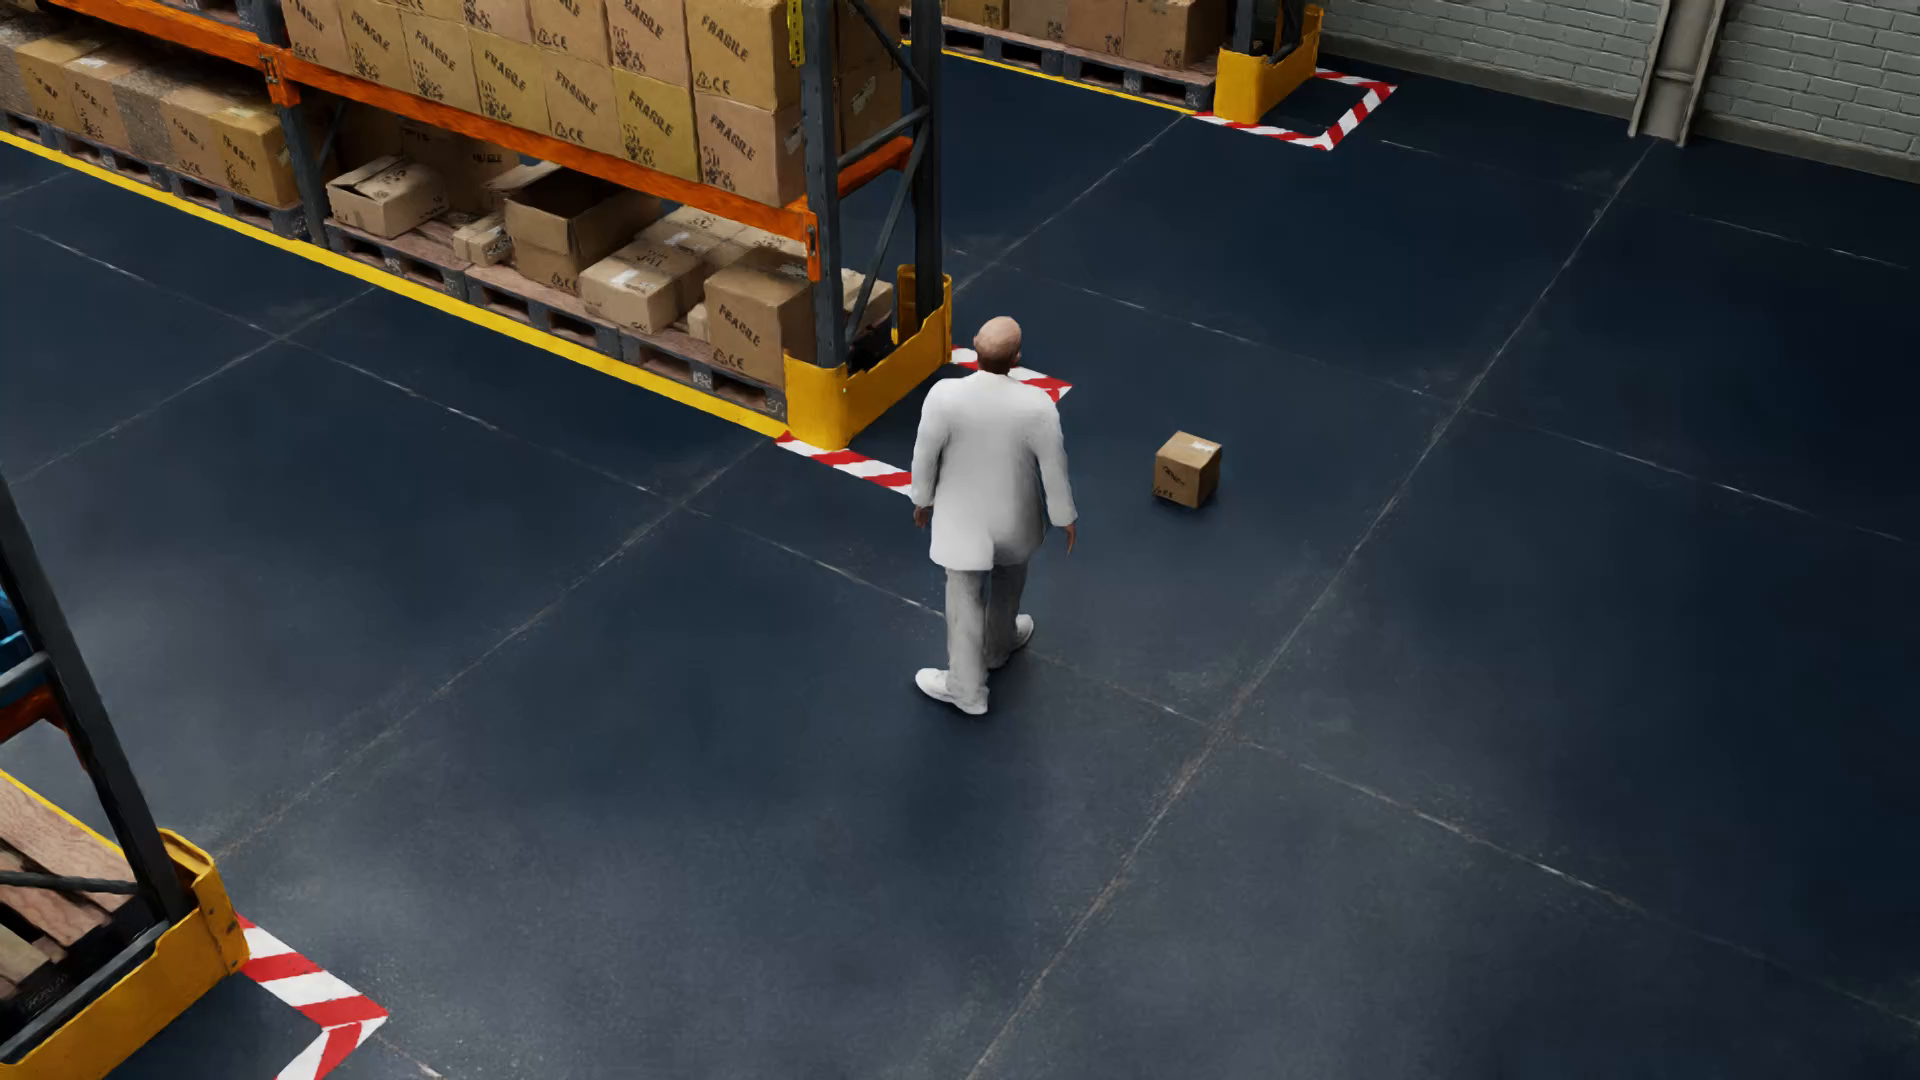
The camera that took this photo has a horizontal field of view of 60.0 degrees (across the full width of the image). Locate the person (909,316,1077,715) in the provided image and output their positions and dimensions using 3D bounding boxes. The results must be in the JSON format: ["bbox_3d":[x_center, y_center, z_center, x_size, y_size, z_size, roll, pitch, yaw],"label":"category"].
[{"bbox_3d":[0.134,-0.116,6.843,0.691,1.771,0.667,1,38,1],"label":"person"}]
